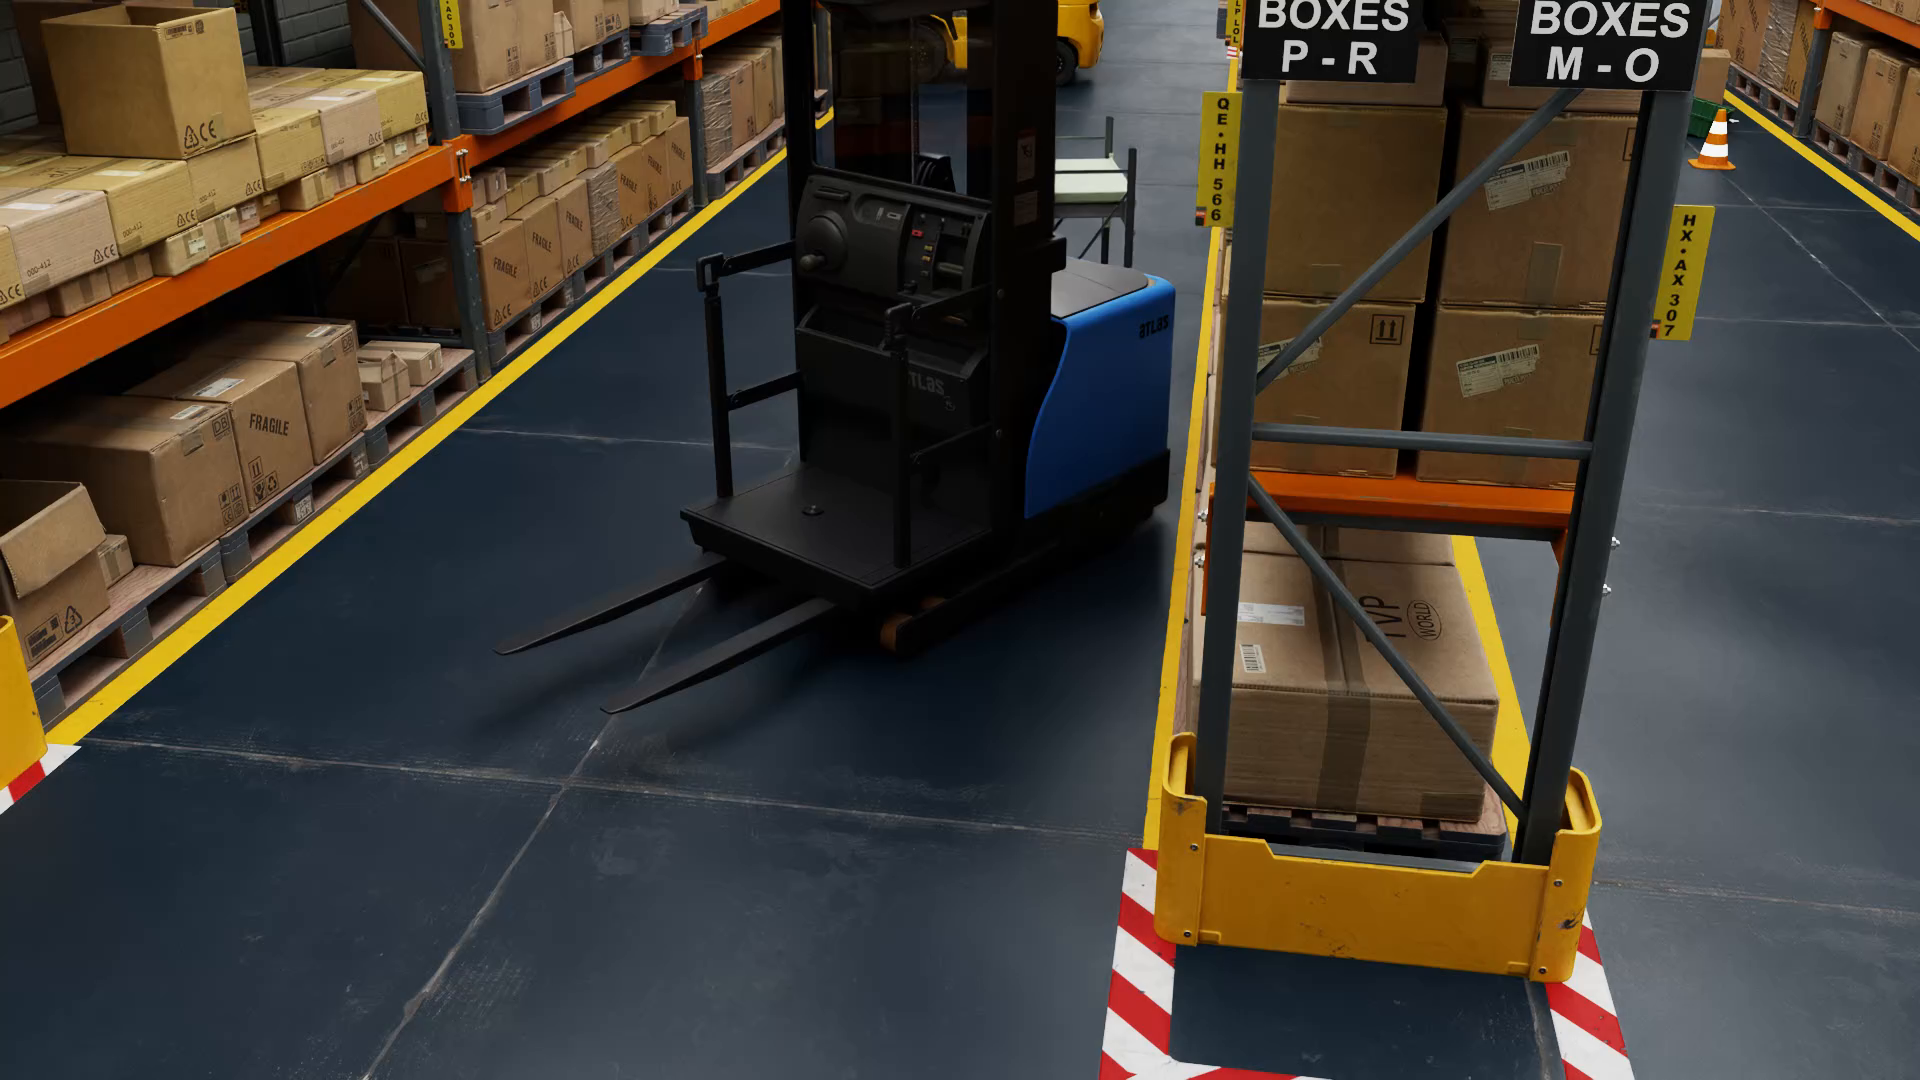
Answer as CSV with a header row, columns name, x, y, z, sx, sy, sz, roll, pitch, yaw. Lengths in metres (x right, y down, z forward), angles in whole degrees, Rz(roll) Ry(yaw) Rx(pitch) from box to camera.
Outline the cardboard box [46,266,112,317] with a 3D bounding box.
name,x,y,z,sx,sy,sz,roll,pitch,yaw
cardboard box,-3.304,-0.916,5.964,0.380,0.149,0.250,5,26,10

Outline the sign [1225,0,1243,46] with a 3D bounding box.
name,x,y,z,sx,sy,sz,roll,pitch,yaw
sign,1.280,-2.440,7.652,0.100,0.325,0.005,4,25,9

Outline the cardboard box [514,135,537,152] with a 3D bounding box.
name,x,y,z,sx,sy,sz,roll,pitch,yaw
cardboard box,-2.978,-2.544,10.835,0.380,0.149,0.250,4,25,9

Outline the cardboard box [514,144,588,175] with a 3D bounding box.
name,x,y,z,sx,sy,sz,roll,pitch,yaw
cardboard box,-2.593,-2.409,10.547,0.380,0.149,0.250,4,25,9

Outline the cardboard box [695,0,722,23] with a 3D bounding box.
name,x,y,z,sx,sy,sz,roll,pitch,yaw
cardboard box,-2.113,-4.034,12.507,0.500,0.250,0.500,4,25,9

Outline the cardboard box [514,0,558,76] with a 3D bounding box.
name,x,y,z,sx,sy,sz,roll,pitch,yaw
cardboard box,-2.696,-2.899,9.292,0.700,0.500,0.500,4,25,9

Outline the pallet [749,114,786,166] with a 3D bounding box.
name,x,y,z,sx,sy,sz,roll,pitch,yaw
pallet,-2.052,-3.521,14.523,1.003,0.211,1.213,4,25,9

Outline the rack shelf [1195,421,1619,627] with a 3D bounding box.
name,x,y,z,sx,sy,sz,roll,pitch,yaw
rack shelf,1.490,-0.756,6.175,1.077,0.370,4.000,4,25,9

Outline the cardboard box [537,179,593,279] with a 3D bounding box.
name,x,y,z,sx,sy,sz,roll,pitch,yaw
cardboard box,-2.616,-1.937,10.303,0.500,0.500,0.500,3,25,7

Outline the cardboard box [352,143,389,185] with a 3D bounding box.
name,x,y,z,sx,sy,sz,roll,pitch,yaw
cardboard box,-2.923,-1.775,7.800,0.380,0.149,0.250,5,25,10

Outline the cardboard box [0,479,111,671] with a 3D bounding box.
name,x,y,z,sx,sy,sz,roll,pitch,yaw
cardboard box,-3.541,0.104,5.939,0.797,0.503,0.637,3,25,6

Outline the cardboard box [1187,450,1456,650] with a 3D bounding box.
name,x,y,z,sx,sy,sz,roll,pitch,yaw
cardboard box,1.314,0.059,6.113,0.875,0.438,0.875,5,25,10

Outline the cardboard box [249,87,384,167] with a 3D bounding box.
name,x,y,z,sx,sy,sz,roll,pitch,yaw
cardboard box,-2.990,-1.887,7.569,0.500,0.250,0.500,4,25,9

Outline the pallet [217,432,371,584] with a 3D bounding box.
name,x,y,z,sx,sy,sz,roll,pitch,yaw
pallet,-3.391,-0.198,7.425,1.003,0.211,1.213,4,25,9

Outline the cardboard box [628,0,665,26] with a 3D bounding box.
name,x,y,z,sx,sy,sz,roll,pitch,yaw
cardboard box,-2.280,-3.592,11.067,0.500,0.250,0.500,3,25,6

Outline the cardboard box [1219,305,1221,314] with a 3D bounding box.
name,x,y,z,sx,sy,sz,roll,pitch,yaw
cardboard box,1.979,-1.789,9.545,0.875,0.875,0.875,5,26,10

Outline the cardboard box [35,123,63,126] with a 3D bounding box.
name,x,y,z,sx,sy,sz,roll,pitch,yaw
cardboard box,-3.589,-1.713,7.197,0.500,0.250,0.500,5,25,10

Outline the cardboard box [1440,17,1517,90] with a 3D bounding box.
name,x,y,z,sx,sy,sz,roll,pitch,yaw
cardboard box,1.467,-1.281,4.386,0.380,0.149,0.250,5,25,10

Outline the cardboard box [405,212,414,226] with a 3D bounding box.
name,x,y,z,sx,sy,sz,roll,pitch,yaw
cardboard box,-3.267,-1.897,9.452,0.380,0.149,0.250,4,25,9

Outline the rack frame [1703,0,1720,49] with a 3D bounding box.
name,x,y,z,sx,sy,sz,roll,pitch,yaw
rack frame,8.678,-6.636,17.889,1.000,3.000,0.127,4,25,9

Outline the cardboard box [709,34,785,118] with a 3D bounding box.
name,x,y,z,sx,sy,sz,roll,pitch,yaw
cardboard box,-1.982,-4.178,14.943,0.875,0.625,0.625,4,25,8

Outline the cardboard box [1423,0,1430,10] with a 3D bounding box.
name,x,y,z,sx,sy,sz,roll,pitch,yaw
cardboard box,1.784,-1.925,5.762,0.380,0.149,0.250,4,25,9

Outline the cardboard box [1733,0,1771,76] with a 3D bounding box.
name,x,y,z,sx,sy,sz,roll,pitch,yaw
cardboard box,8.491,-5.208,16.848,0.875,0.875,0.875,4,25,8

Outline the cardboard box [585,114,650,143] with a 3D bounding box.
name,x,y,z,sx,sy,sz,roll,pitch,yaw
cardboard box,-2.358,-2.838,11.462,0.380,0.149,0.250,3,25,7

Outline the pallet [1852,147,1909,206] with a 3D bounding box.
name,x,y,z,sx,sy,sz,roll,pitch,yaw
pallet,7.776,-2.861,13.112,1.003,0.211,1.213,4,25,9

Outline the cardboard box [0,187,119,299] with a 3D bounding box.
name,x,y,z,sx,sy,sz,roll,pitch,yaw
cardboard box,-3.312,-1.036,5.751,0.500,0.250,0.500,4,25,9

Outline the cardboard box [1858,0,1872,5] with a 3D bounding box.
name,x,y,z,sx,sy,sz,roll,pitch,yaw
cardboard box,7.591,-4.596,13.413,0.500,0.500,0.500,4,25,9

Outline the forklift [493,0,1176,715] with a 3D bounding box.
name,x,y,z,sx,sy,sz,roll,pitch,yaw
forklift,-0.412,-1.128,6.202,1.130,2.935,3.031,20,32,37

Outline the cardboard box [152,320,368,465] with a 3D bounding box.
name,x,y,z,sx,sy,sz,roll,pitch,yaw
cardboard box,-3.193,-0.684,7.626,0.700,0.500,0.500,3,25,7

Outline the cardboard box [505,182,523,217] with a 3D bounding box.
name,x,y,z,sx,sy,sz,roll,pitch,yaw
cardboard box,-2.760,-1.973,9.615,0.380,0.149,0.250,3,25,6

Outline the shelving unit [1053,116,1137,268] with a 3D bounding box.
name,x,y,z,sx,sy,sz,roll,pitch,yaw
shelving unit,0.573,-1.234,8.116,0.431,1.500,0.755,-1,25,-3

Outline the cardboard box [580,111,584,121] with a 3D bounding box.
name,x,y,z,sx,sy,sz,roll,pitch,yaw
cardboard box,-2.889,-2.979,11.765,0.380,0.149,0.250,5,26,10

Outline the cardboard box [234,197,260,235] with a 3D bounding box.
name,x,y,z,sx,sy,sz,roll,pitch,yaw
cardboard box,-3.153,-1.352,6.896,0.380,0.149,0.250,4,25,8

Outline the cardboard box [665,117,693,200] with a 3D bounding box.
name,x,y,z,sx,sy,sz,roll,pitch,yaw
cardboard box,-2.284,-2.800,12.146,0.500,0.500,0.500,5,26,10

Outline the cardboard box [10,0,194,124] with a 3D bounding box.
name,x,y,z,sx,sy,sz,roll,pitch,yaw
cardboard box,-3.586,-2.062,7.059,0.500,0.500,0.500,3,25,7

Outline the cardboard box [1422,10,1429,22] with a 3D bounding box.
name,x,y,z,sx,sy,sz,roll,pitch,yaw
cardboard box,1.757,-1.565,5.759,0.500,0.500,0.500,4,25,9

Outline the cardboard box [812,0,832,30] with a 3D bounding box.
name,x,y,z,sx,sy,sz,roll,pitch,yaw
cardboard box,-1.385,-5.185,16.357,0.500,0.250,0.500,4,25,8

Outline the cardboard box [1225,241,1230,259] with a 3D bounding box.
name,x,y,z,sx,sy,sz,roll,pitch,yaw
cardboard box,1.152,-0.935,5.592,0.500,0.500,0.500,5,26,10

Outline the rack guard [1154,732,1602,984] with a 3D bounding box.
name,x,y,z,sx,sy,sz,roll,pitch,yaw
rack guard,1.159,0.897,4.744,1.175,0.500,0.348,4,25,9

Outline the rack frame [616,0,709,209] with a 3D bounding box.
name,x,y,z,sx,sy,sz,roll,pitch,yaw
rack frame,-2.427,-3.933,12.115,1.000,3.000,0.127,4,25,9

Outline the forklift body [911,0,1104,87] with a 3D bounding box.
name,x,y,z,sx,sy,sz,roll,pitch,yaw
forklift body,0.370,-5.975,17.479,2.313,2.155,1.214,4,25,9

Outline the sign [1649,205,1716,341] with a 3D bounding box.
name,x,y,z,sx,sy,sz,roll,pitch,yaw
sign,1.710,-0.632,3.948,0.100,0.325,0.005,4,25,9

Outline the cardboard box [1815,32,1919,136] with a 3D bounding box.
name,x,y,z,sx,sy,sz,roll,pitch,yaw
cardboard box,8.012,-3.869,14.135,1.050,0.750,0.750,4,25,8

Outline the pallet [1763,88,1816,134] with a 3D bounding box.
name,x,y,z,sx,sy,sz,roll,pitch,yaw
pallet,8.226,-4.013,15.574,1.003,0.211,1.213,4,25,9

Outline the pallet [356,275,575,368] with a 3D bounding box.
name,x,y,z,sx,sy,sz,roll,pitch,yaw
pallet,-2.985,-1.340,9.864,1.003,0.211,1.213,4,25,9

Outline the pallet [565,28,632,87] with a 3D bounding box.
name,x,y,z,sx,sy,sz,roll,pitch,yaw
pallet,-2.740,-3.033,10.417,1.003,0.211,1.213,4,25,9

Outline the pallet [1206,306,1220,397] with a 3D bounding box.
name,x,y,z,sx,sy,sz,roll,pitch,yaw
pallet,1.869,-0.983,9.101,1.003,0.211,1.213,4,25,9
